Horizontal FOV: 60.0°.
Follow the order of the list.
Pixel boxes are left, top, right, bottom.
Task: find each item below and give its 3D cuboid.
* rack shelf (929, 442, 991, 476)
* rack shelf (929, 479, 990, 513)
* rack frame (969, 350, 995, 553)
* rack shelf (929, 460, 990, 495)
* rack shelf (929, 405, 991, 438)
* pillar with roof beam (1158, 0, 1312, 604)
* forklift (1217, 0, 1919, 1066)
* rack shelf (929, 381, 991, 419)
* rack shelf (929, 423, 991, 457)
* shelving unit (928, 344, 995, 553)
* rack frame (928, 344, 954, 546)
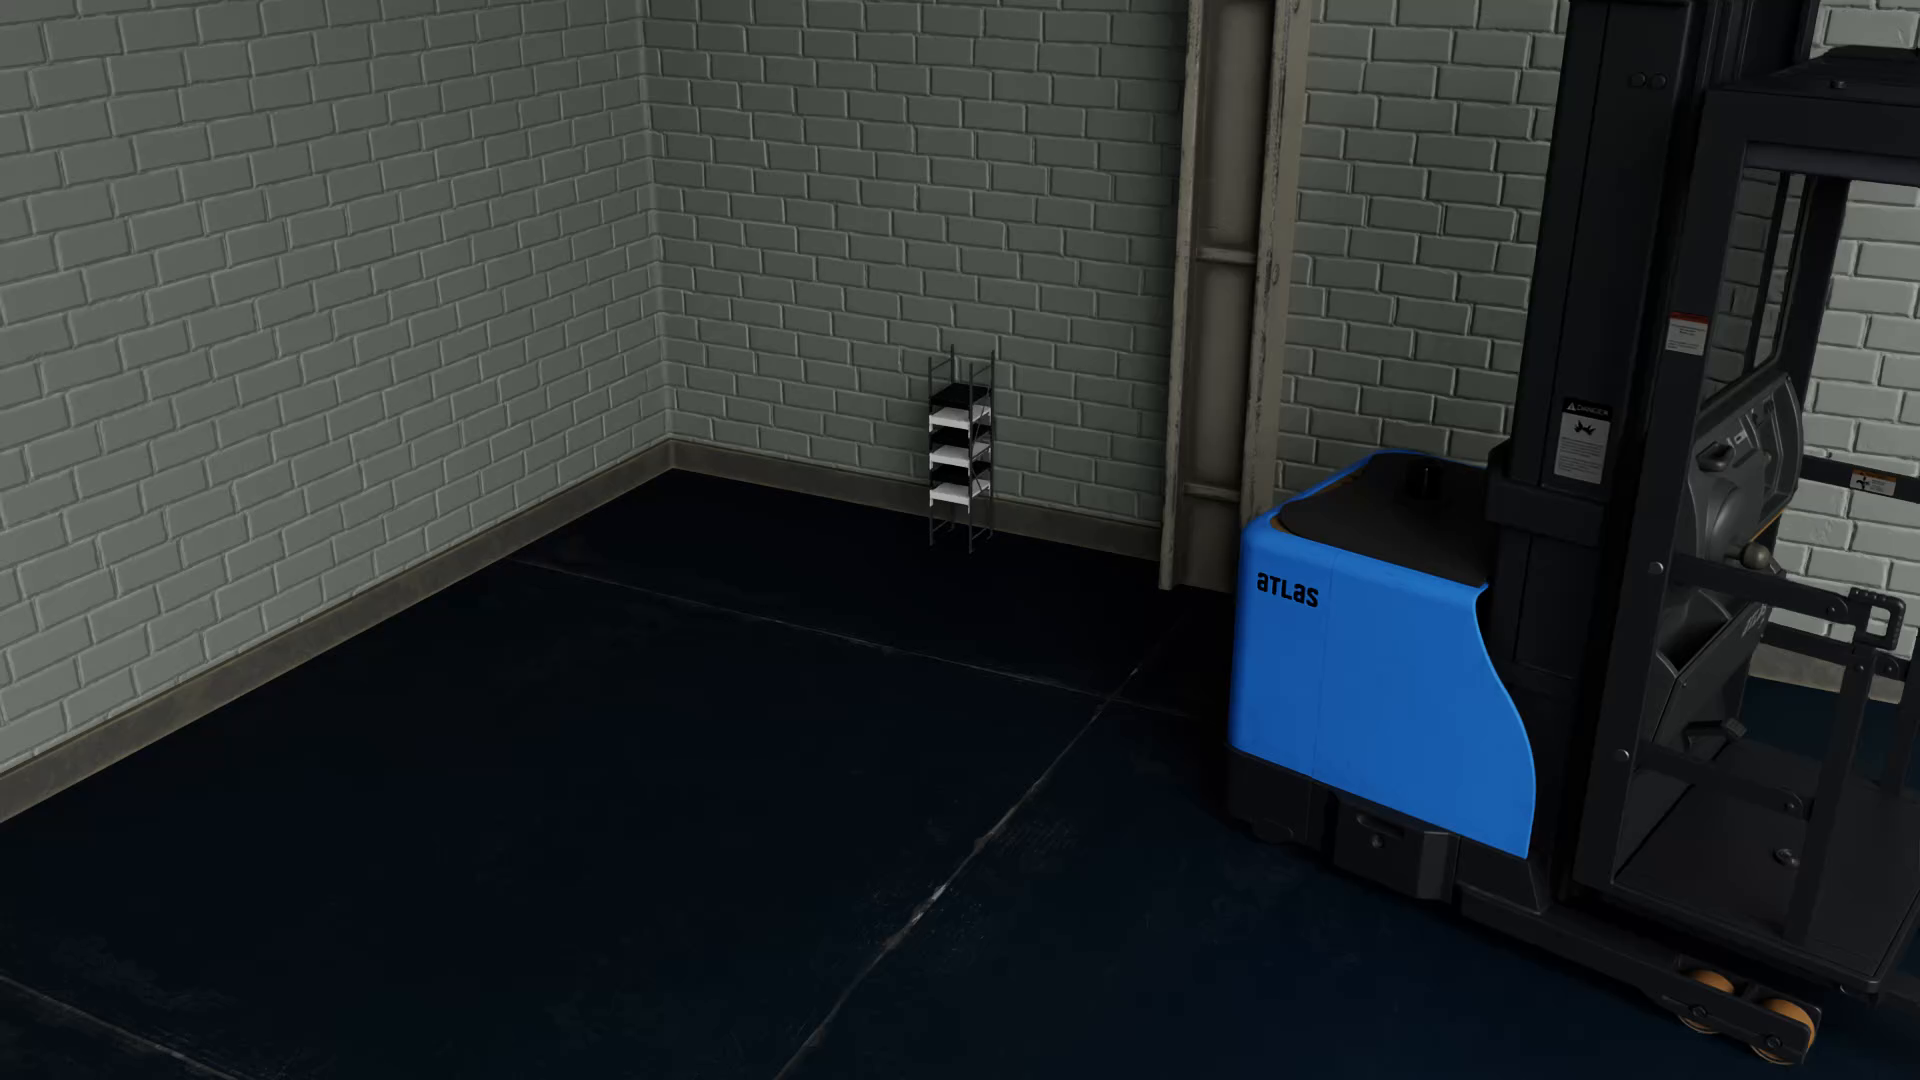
[{"bbox_3d":[0.007,-0.382,7.584,0.200,0.077,0.258,11,25,25],"label":"rack shelf"},{"bbox_3d":[0.007,-0.216,7.654,0.200,0.077,0.258,11,25,25],"label":"rack shelf"},{"bbox_3d":[0.098,-0.395,7.528,0.006,0.900,0.240,11,25,25],"label":"rack frame"},{"bbox_3d":[0.007,-0.299,7.619,0.200,0.077,0.258,11,25,25],"label":"rack shelf"},{"bbox_3d":[0.007,-0.548,7.513,0.200,0.077,0.258,11,25,25],"label":"rack shelf"},{"bbox_3d":[-0.834,-2.447,2.004,0.400,9.000,9.100,11,25,25],"label":"pillar with roof beam"},{"bbox_3d":[2.305,-0.180,4.428,3.031,2.935,1.130,18,29,36],"label":"forklift"},{"bbox_3d":[0.007,-0.630,7.478,0.200,0.077,0.258,11,25,25],"label":"rack shelf"},{"bbox_3d":[0.007,-0.465,7.548,0.200,0.077,0.258,11,25,25],"label":"rack shelf"},{"bbox_3d":[0.007,-0.413,7.571,0.210,0.900,0.258,11,25,25],"label":"shelving unit"},{"bbox_3d":[-0.083,-0.431,7.613,0.006,0.900,0.240,11,25,25],"label":"rack frame"}]
